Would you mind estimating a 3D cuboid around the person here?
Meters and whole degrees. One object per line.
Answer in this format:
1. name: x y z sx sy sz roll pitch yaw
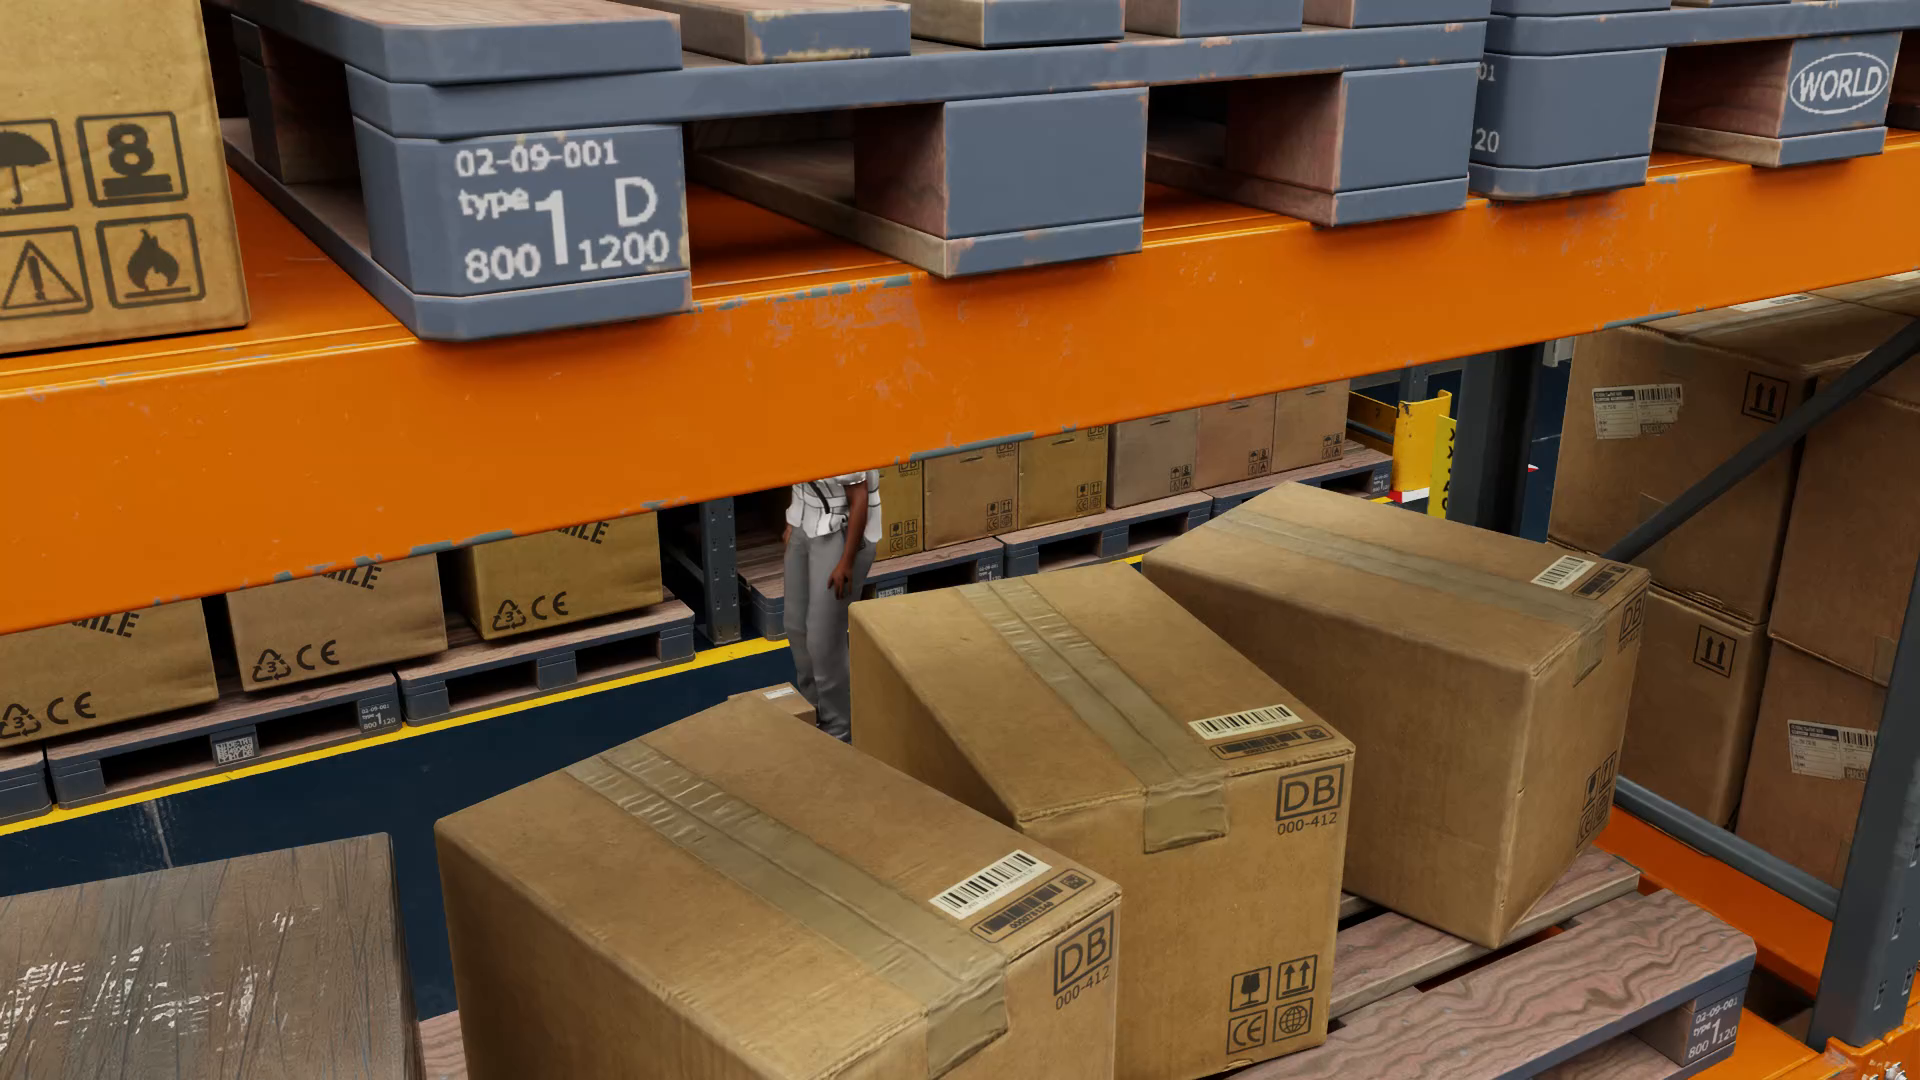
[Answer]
1. person: -0.514 0.015 6.054 0.423 1.657 0.504 -13 25 -29
